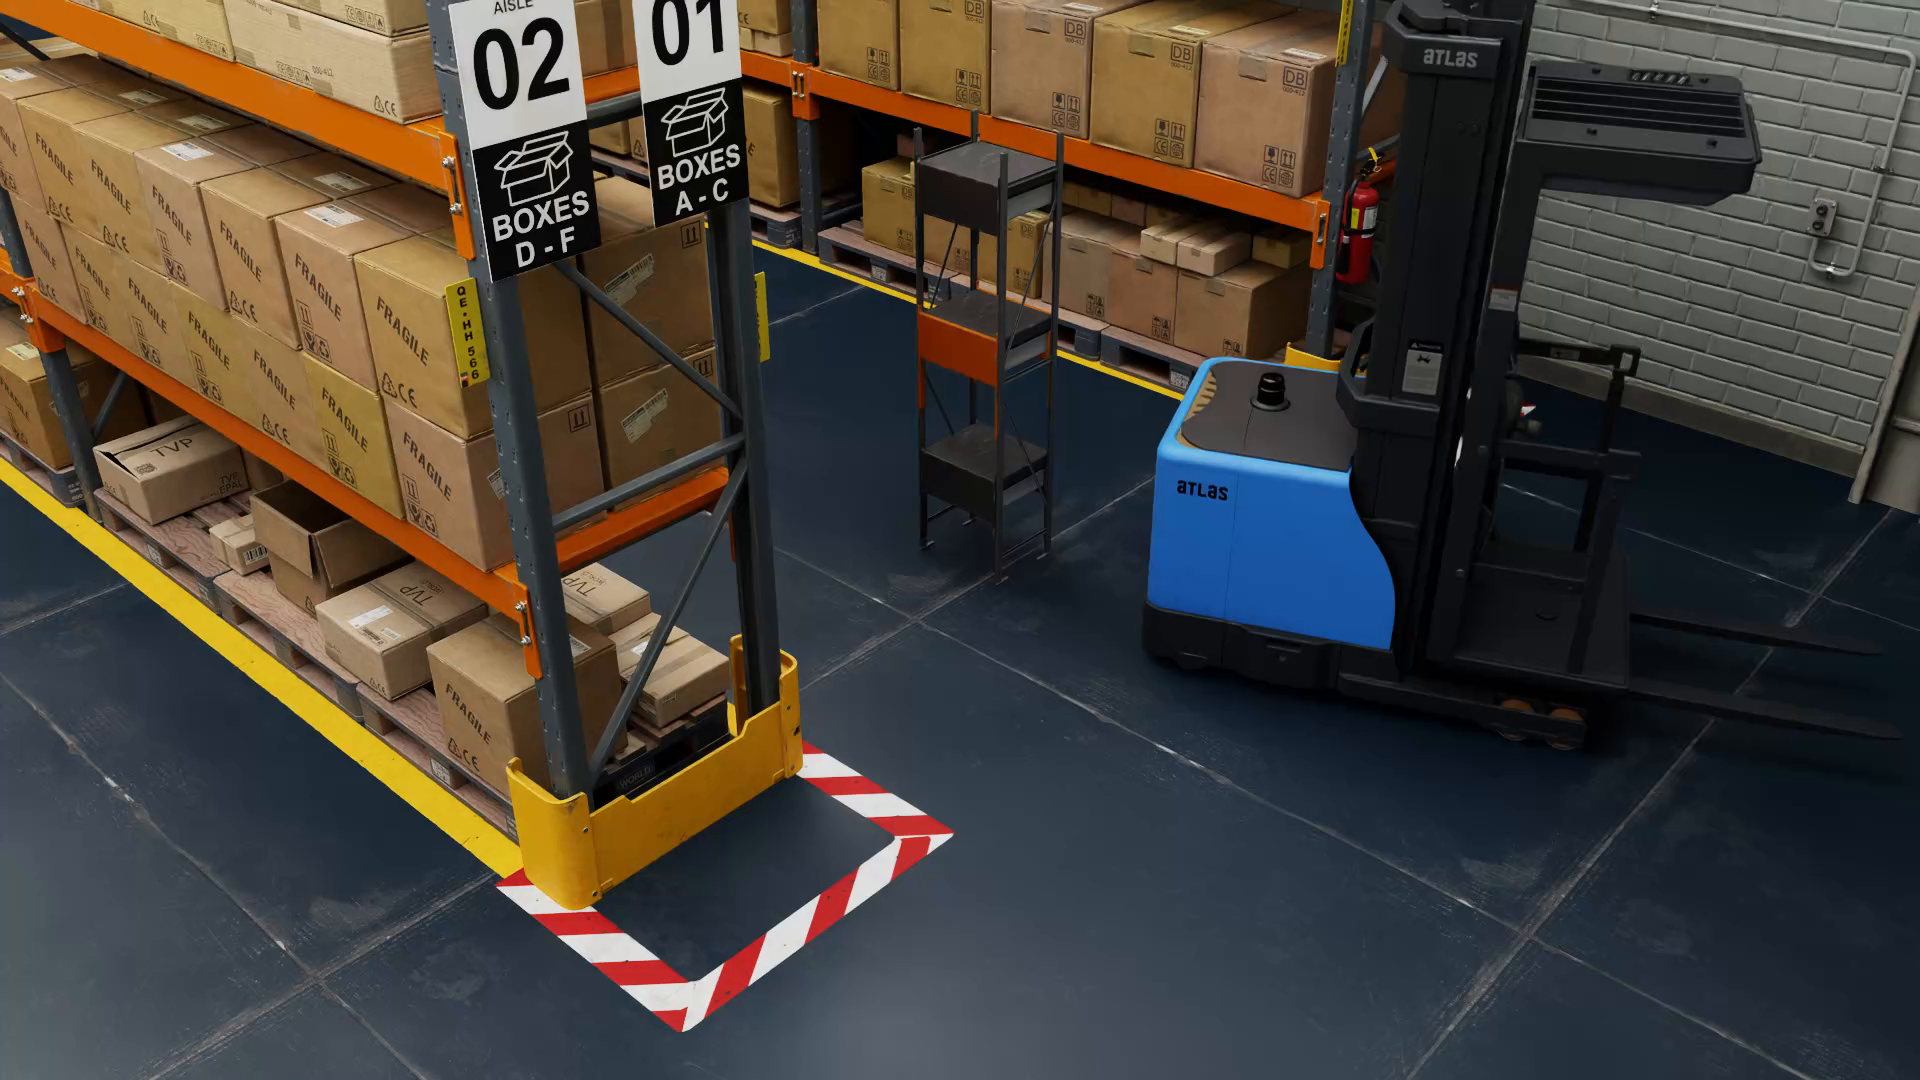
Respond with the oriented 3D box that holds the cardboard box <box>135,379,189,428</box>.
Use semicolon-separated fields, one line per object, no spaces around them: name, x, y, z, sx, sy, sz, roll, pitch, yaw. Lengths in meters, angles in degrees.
cardboard box;-4.232;-0.949;8.914;0.500;0.500;0.500;23;38;33

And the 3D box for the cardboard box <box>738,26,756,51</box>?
cardboard box;-1.359;-3.454;11.303;0.250;0.149;0.380;26;40;36

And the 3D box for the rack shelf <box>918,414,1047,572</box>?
rack shelf;0.123;-0.231;7.981;0.480;0.518;0.431;25;39;35

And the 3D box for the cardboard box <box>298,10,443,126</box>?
cardboard box;-1.629;-1.484;5.044;0.500;0.250;0.500;25;39;35

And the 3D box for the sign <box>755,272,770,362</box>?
sign;-0.707;-0.764;5.772;0.005;0.325;0.100;25;39;35

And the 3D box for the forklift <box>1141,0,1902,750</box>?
forklift;2.374;-0.704;6.578;3.031;2.935;1.130;10;33;16

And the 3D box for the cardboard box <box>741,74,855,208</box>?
cardboard box;-1.285;-2.900;11.836;0.750;0.750;0.750;26;39;36

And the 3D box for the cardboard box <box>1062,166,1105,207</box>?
cardboard box;0.762;-2.232;10.436;0.250;0.149;0.380;24;39;34

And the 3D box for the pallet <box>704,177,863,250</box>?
pallet;-1.338;-2.509;12.214;1.213;0.211;1.003;25;39;35

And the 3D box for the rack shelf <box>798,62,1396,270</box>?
rack shelf;0.767;-2.466;10.135;4.000;0.370;1.077;25;39;35

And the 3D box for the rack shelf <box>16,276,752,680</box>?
rack shelf;-2.554;-0.570;6.986;4.000;0.370;1.077;25;39;35

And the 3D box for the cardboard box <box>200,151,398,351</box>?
cardboard box;-2.348;-1.058;6.033;0.500;0.500;0.500;26;40;36

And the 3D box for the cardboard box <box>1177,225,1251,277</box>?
cardboard box;1.447;-1.647;9.465;0.250;0.149;0.380;25;39;35

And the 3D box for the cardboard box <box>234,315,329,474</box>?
cardboard box;-2.339;-0.633;6.296;0.500;0.500;0.500;25;39;35

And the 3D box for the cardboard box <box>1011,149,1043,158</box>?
cardboard box;0.384;-2.408;10.730;0.250;0.149;0.380;24;38;34

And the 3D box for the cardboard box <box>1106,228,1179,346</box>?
cardboard box;1.293;-1.568;9.962;0.500;0.500;0.700;25;39;35

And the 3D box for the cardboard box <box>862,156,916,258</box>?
cardboard box;-0.230;-2.277;11.140;0.500;0.500;0.700;26;39;36

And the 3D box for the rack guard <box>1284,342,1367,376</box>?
rack guard;2.268;-1.002;9.430;0.348;0.500;1.175;25;39;35

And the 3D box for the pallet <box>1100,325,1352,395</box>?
pallet;1.605;-1.134;9.929;1.213;0.211;1.003;25;39;35

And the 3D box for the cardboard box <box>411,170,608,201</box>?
cardboard box;-1.616;-1.090;6.085;0.500;0.500;0.500;25;39;36

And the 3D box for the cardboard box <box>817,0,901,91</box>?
cardboard box;-0.324;-3.400;10.699;0.700;0.700;0.980;26;39;36

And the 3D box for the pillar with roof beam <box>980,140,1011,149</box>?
pillar with roof beam;-2.505;-4.478;6.964;0.400;9.000;9.100;25;39;35

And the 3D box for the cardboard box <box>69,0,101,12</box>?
cardboard box;-3.105;-2.180;6.200;0.500;0.250;0.500;25;39;35

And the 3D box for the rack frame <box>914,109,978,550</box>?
rack frame;-0.058;-0.927;7.754;0.015;2.100;0.400;25;39;35

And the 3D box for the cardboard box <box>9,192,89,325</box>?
cardboard box;-3.842;-1.333;7.458;0.500;0.500;0.500;26;40;36

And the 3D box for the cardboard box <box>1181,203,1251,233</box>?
cardboard box;1.515;-1.881;9.853;0.250;0.149;0.380;25;39;35

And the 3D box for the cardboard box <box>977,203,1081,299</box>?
cardboard box;0.519;-1.923;10.553;0.500;0.500;0.700;26;40;36

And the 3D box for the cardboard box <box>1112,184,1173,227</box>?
cardboard box;1.141;-2.055;10.143;0.250;0.149;0.380;26;39;36

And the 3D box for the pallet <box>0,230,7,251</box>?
pallet;-4.556;-1.806;8.528;1.213;0.211;1.003;25;39;35

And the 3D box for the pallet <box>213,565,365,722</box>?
pallet;-2.619;0.285;7.573;1.213;0.211;1.003;25;39;35

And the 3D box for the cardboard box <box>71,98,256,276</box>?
cardboard box;-3.113;-1.414;6.625;0.500;0.500;0.500;24;38;34

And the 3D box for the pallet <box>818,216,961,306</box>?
pallet;-0.204;-1.978;11.331;1.213;0.211;1.003;25;39;35

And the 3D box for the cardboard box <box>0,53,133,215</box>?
cardboard box;-3.876;-1.771;7.217;0.500;0.500;0.500;26;40;36

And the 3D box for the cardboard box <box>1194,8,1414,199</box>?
cardboard box;1.865;-2.383;9.009;0.700;0.700;0.980;27;40;37

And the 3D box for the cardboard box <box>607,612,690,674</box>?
cardboard box;-1.336;0.477;6.871;0.250;0.166;0.380;25;39;35

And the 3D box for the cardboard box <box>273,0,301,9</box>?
cardboard box;-1.994;-1.874;5.207;0.500;0.250;0.500;25;39;35

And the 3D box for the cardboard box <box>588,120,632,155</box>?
cardboard box;-2.579;-3.499;12.831;0.750;0.750;0.750;25;39;35

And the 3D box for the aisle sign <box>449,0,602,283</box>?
aisle sign;-1.226;-1.159;4.746;0.004;0.787;0.394;25;39;35

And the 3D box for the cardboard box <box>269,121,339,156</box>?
cardboard box;-2.361;-1.440;6.667;0.500;0.500;0.500;25;39;35

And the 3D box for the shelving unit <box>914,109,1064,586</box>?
shelving unit;0.123;-0.842;7.613;0.503;2.100;0.431;25;39;35

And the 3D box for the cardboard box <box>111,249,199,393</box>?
cardboard box;-3.091;-0.983;6.877;0.500;0.500;0.500;25;39;35

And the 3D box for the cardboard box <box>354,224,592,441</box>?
cardboard box;-1.586;-0.706;5.448;0.500;0.500;0.500;25;39;35

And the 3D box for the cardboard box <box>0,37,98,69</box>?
cardboard box;-4.790;-2.256;8.586;0.700;0.500;0.500;-22;38;-32

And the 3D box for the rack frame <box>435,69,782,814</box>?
rack frame;-1.071;-0.186;5.651;0.127;3.000;1.000;25;39;35

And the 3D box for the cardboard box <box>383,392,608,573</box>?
cardboard box;-1.586;-0.280;5.709;0.500;0.500;0.500;26;40;36

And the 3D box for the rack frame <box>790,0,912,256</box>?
rack frame;-0.715;-3.466;11.099;0.127;3.000;1.000;25;39;35

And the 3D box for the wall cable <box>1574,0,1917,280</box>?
wall cable;3.834;-2.435;8.402;1.851;1.984;0.084;25;39;35

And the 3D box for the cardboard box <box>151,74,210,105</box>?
cardboard box;-3.106;-1.789;7.247;0.500;0.500;0.500;24;39;34

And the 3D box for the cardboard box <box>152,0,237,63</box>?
cardboard box;-2.372;-1.829;5.617;0.500;0.250;0.500;25;39;35

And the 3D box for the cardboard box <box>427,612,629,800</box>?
cardboard box;-1.639;0.602;6.338;0.500;0.500;0.500;25;39;35

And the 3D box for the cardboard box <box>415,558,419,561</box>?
cardboard box;-2.025;0.161;7.314;0.500;0.250;0.500;25;39;35

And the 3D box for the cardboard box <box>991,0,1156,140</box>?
cardboard box;0.759;-2.898;9.864;0.700;0.700;0.980;23;38;33

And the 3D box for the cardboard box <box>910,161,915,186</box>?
cardboard box;-0.098;-2.366;10.660;0.250;0.149;0.380;27;40;37

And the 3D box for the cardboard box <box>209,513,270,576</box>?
cardboard box;-3.223;-0.021;7.698;0.250;0.166;0.380;25;39;35

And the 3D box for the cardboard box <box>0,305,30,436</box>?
cardboard box;-4.956;-0.923;8.873;0.500;0.500;0.500;25;39;35

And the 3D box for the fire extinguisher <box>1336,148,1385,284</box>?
fire extinguisher;2.052;-1.660;8.536;0.183;0.674;0.296;25;39;35

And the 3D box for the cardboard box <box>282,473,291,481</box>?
cardboard box;-2.868;-0.259;7.952;0.500;0.311;0.500;25;39;35

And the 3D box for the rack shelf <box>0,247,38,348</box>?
rack shelf;-5.520;-1.954;9.286;4.000;0.370;1.077;25;39;35
